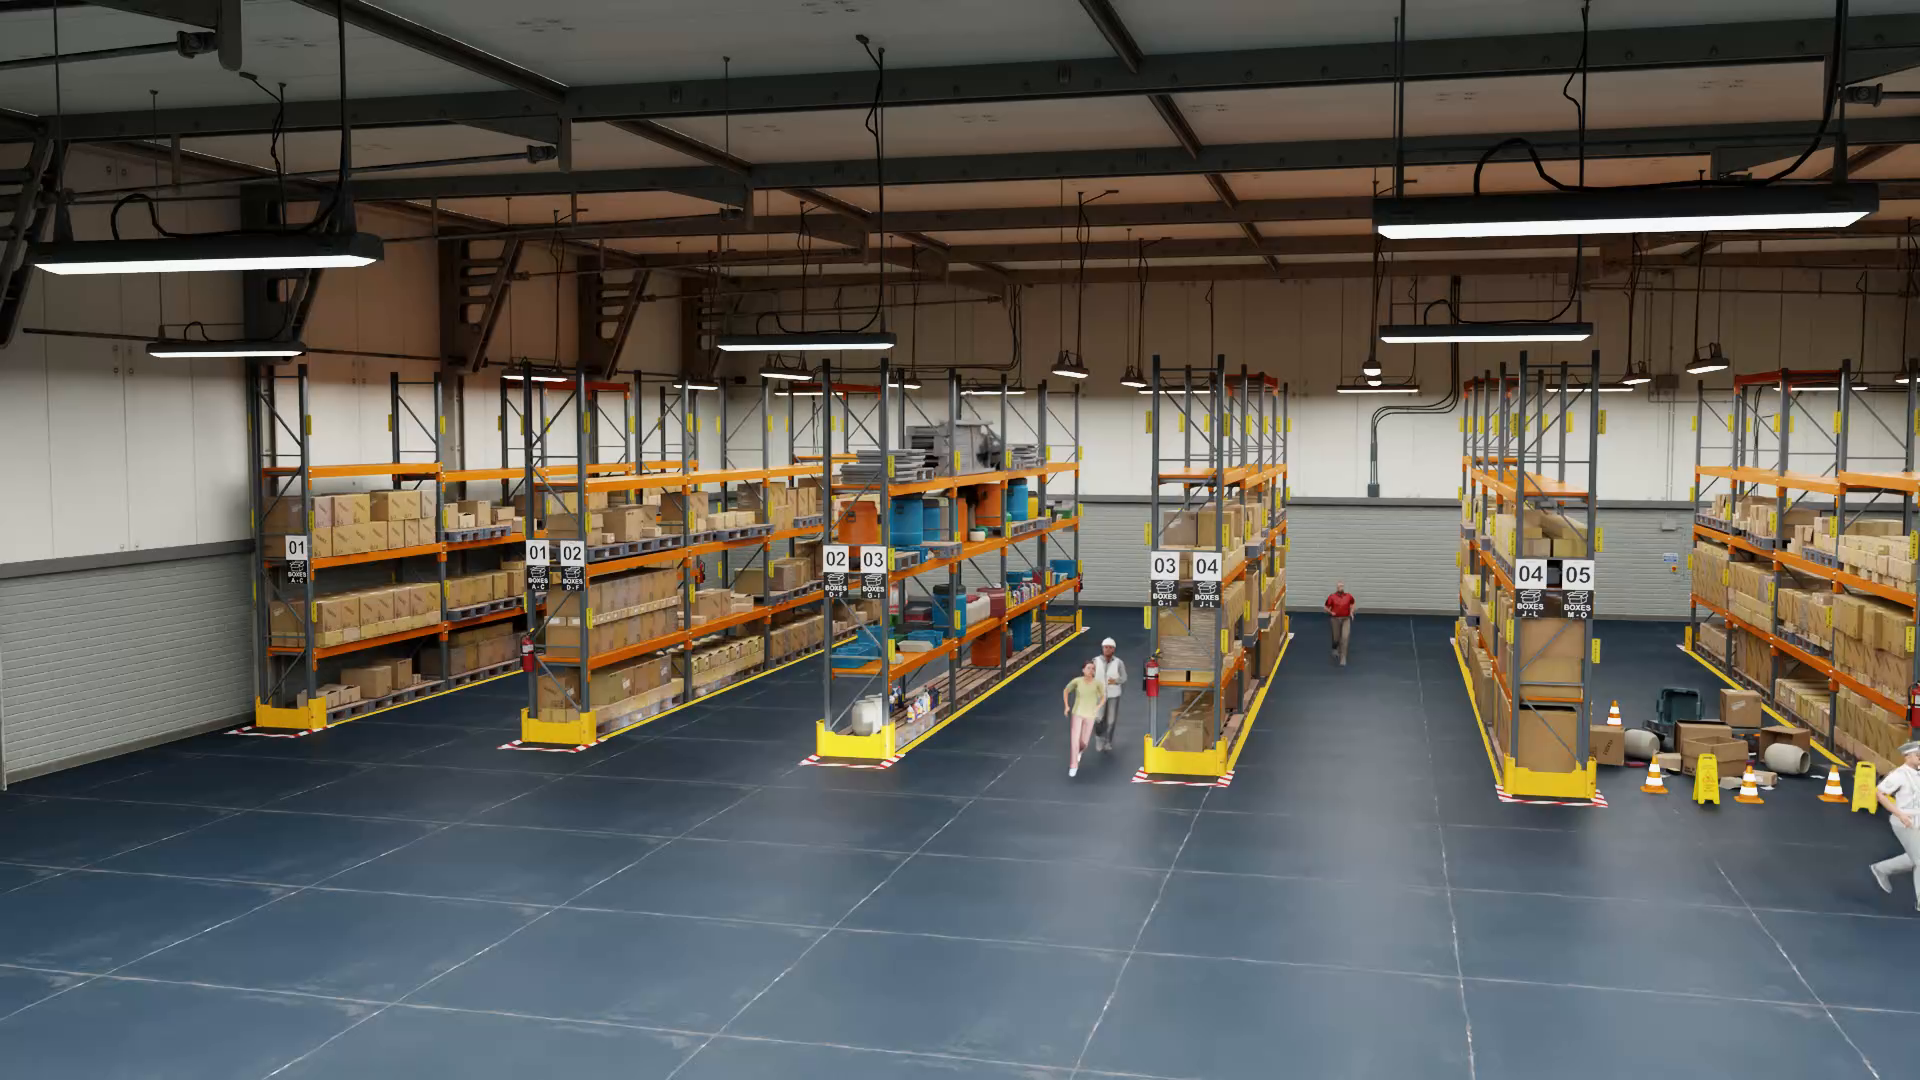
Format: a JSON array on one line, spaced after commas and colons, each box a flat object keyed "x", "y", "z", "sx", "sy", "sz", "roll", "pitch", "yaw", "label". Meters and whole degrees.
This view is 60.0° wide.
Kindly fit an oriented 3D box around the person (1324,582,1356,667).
[{"x": 7.988, "y": 1.743, "z": 34.935, "sx": 0.664, "sy": 1.737, "sz": 0.944, "roll": 0, "pitch": 4, "yaw": 7, "label": "person"}]

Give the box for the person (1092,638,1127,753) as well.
[{"x": 2.227, "y": 2.369, "z": 25.339, "sx": 0.644, "sy": 1.751, "sz": 0.642, "roll": 0, "pitch": 4, "yaw": 4, "label": "person"}]

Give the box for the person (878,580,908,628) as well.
[{"x": -1.438, "y": 1.638, "z": 35.846, "sx": 0.643, "sy": 1.844, "sz": 0.769, "roll": 0, "pitch": 4, "yaw": -1, "label": "person"}]

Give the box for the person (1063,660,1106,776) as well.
[{"x": 1.804, "y": 2.547, "z": 24.062, "sx": 0.619, "sy": 1.642, "sz": 0.736, "roll": 0, "pitch": 4, "yaw": 3, "label": "person"}]

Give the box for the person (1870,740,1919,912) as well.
[{"x": 9.835, "y": 2.932, "z": 17.197, "sx": 0.676, "sy": 1.753, "sz": 0.907, "roll": -2, "pitch": 5, "yaw": -31, "label": "person"}]
